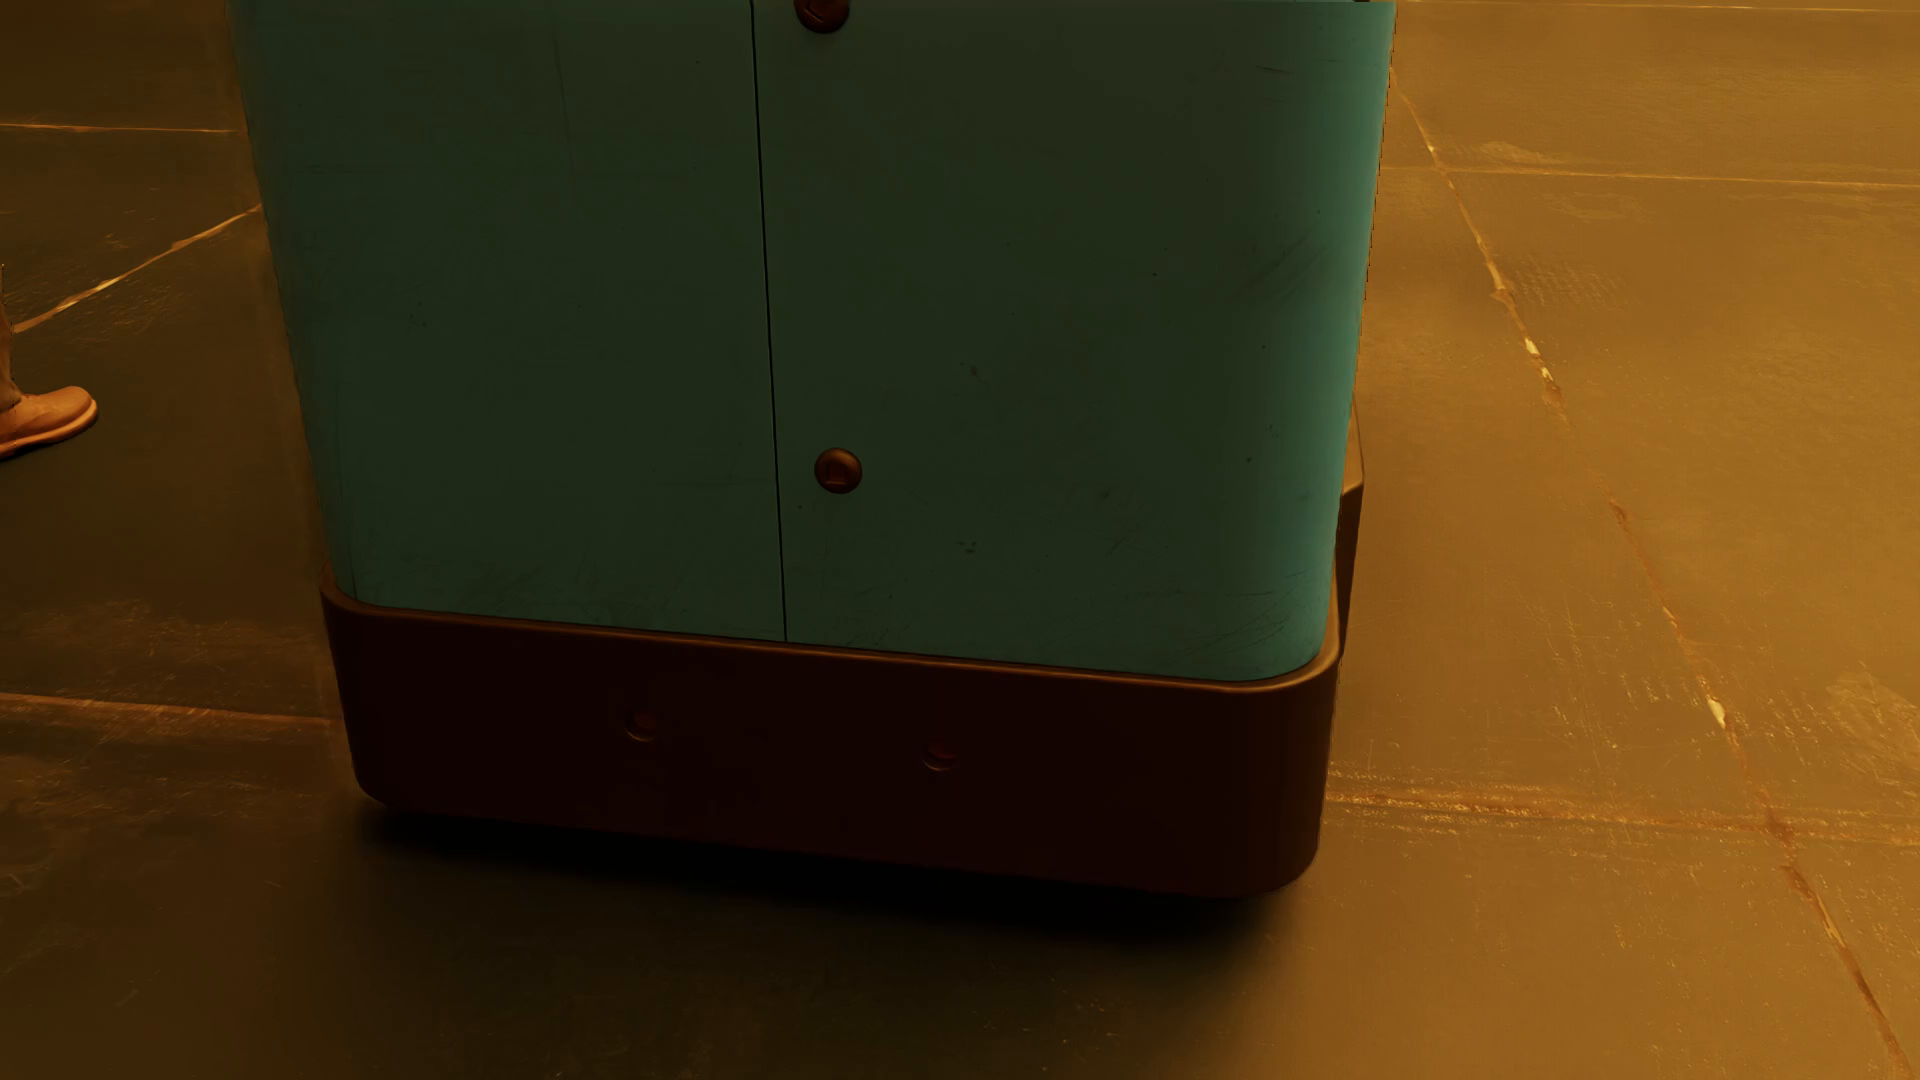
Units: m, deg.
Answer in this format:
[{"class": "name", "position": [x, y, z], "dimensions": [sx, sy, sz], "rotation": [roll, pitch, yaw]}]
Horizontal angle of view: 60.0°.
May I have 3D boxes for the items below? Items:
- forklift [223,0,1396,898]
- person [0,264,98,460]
[{"class": "forklift", "position": [0.091, -1.593, 2.411], "dimensions": [1.130, 2.935, 3.031], "rotation": [4, 27, 9]}, {"class": "person", "position": [-1.766, -0.904, 2.468], "dimensions": [0.616, 1.650, 0.367], "rotation": [5, 27, 10]}]
